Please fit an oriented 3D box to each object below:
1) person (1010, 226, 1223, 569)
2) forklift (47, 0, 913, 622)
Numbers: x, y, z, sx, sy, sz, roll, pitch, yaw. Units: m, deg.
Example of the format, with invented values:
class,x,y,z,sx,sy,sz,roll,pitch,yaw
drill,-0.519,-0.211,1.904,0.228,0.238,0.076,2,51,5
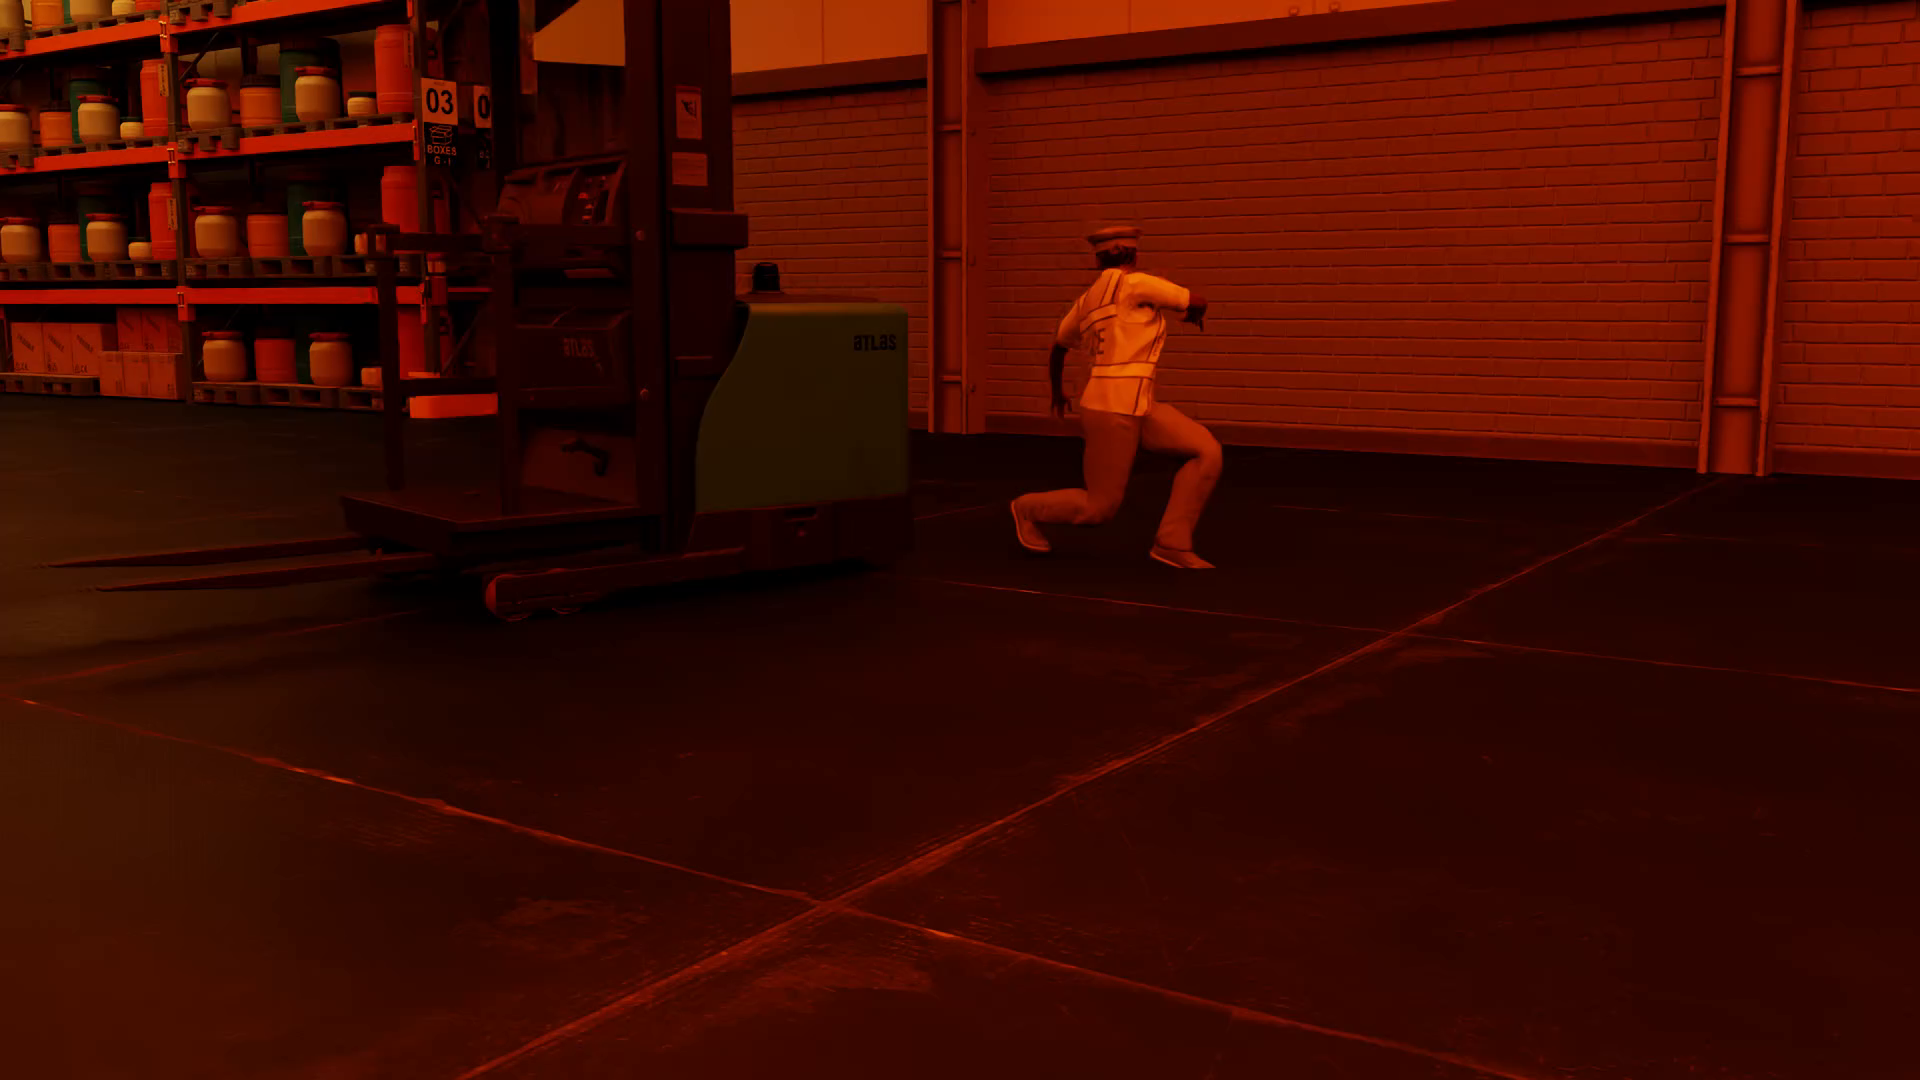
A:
class,x,y,z,sx,sy,sz,roll,pitch,yaw
person,0.657,-0.584,6.968,0.916,1.438,0.694,2,8,14
forklift,-1.640,-1.256,6.026,3.031,2.935,1.130,-7,11,-40
